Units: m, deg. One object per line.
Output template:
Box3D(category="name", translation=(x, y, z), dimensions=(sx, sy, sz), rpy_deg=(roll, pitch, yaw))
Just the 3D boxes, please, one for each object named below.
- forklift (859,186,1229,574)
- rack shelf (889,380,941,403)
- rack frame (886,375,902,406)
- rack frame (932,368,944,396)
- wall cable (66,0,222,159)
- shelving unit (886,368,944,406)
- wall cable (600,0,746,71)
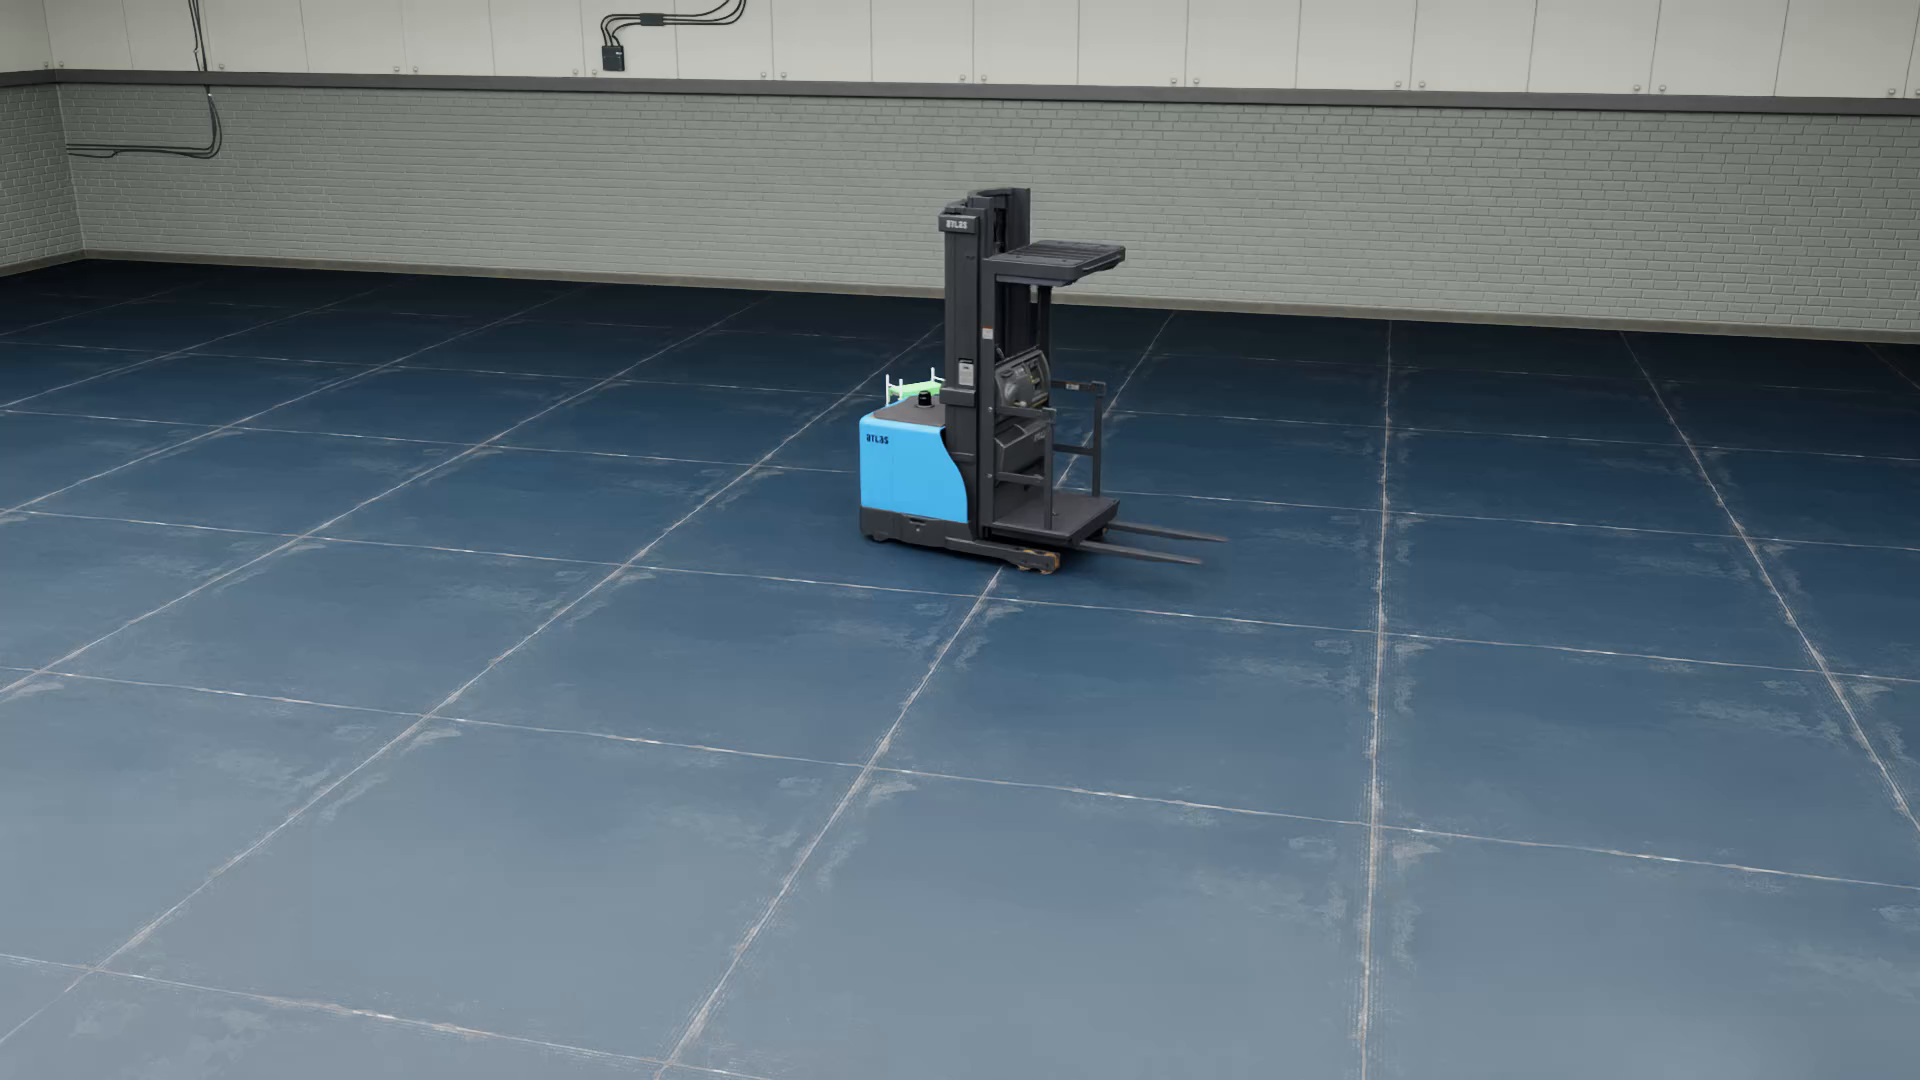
Box3D(category="forklift", translation=(0.692, -1.310, 13.488), dimensions=(3.031, 2.935, 1.130), rpy_deg=(9, 21, 26))
Box3D(category="rack shelf", translation=(-0.380, -1.308, 14.867), dimensions=(0.480, 0.148, 0.258), rpy_deg=(-13, 22, -33))
Box3D(category="rack frame", translation=(-0.577, -0.867, 14.864), dimensions=(0.015, 1.200, 0.240), rpy_deg=(-13, 22, -33))
Box3D(category="rack frame", translation=(-0.177, -0.958, 15.130), dimensions=(0.015, 1.200, 0.240), rpy_deg=(-13, 22, -33))
Box3D(category="wall cable", translation=(-13.393, -7.432, 26.830), dimensions=(3.097, 2.526, 0.112), rpy_deg=(5, 19, 13))
Box3D(category="shelving unit", translation=(-0.377, -0.912, 14.997), dimensions=(0.503, 1.200, 0.258), rpy_deg=(-13, 22, -33))
Box3D(category="wall cable", translation=(-4.191, -9.757, 23.568), dimensions=(2.305, 6.003, 0.169), rpy_deg=(5, 19, 13))
